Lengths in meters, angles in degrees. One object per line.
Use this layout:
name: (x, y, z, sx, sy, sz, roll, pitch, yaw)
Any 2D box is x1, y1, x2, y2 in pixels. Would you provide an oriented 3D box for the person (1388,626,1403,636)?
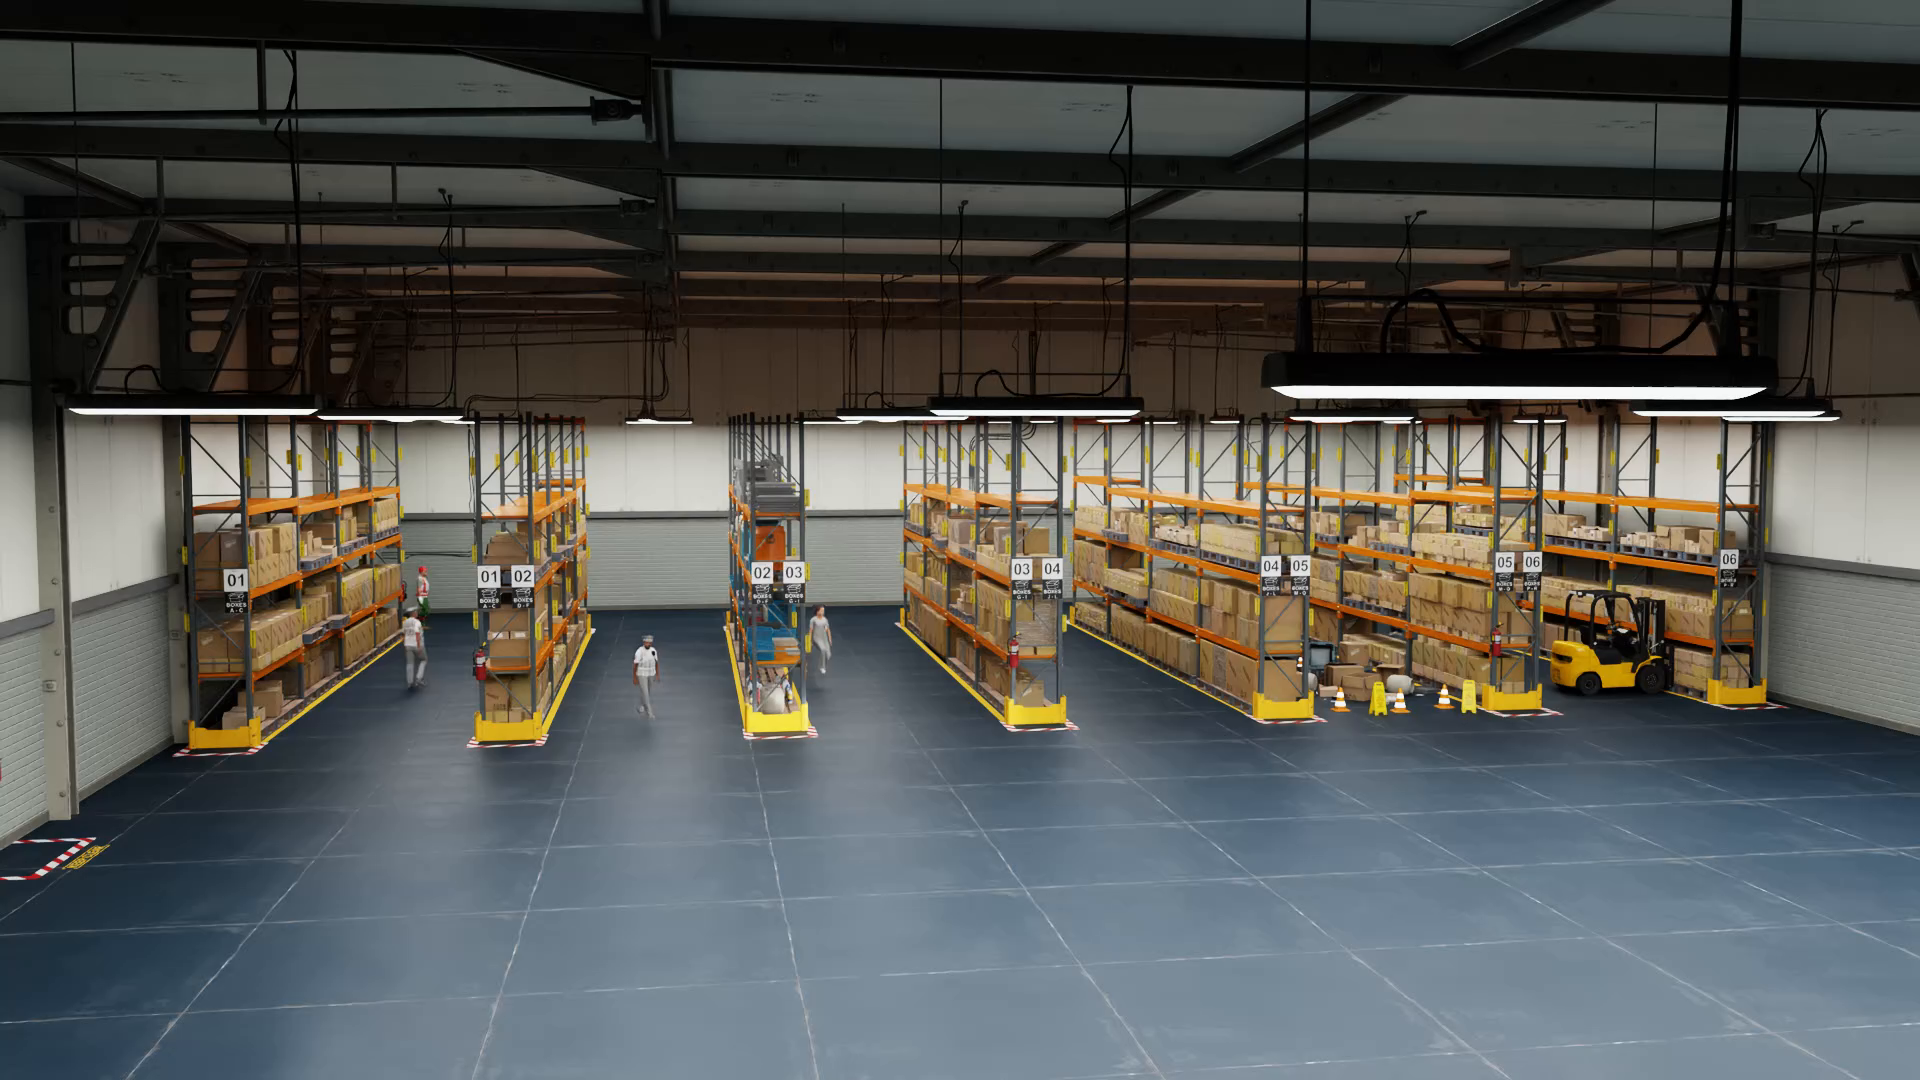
person: (11.981, 1.837, 45.588, 0.438, 1.621, 0.441, -3, 5, -39)

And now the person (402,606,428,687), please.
person: (-12.025, 2.353, 36.595, 0.561, 1.769, 0.539, 0, 4, 3)

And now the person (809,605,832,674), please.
person: (-3.069, 2.205, 37.202, 0.469, 1.472, 0.766, -2, 5, -32)

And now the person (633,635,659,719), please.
person: (-6.140, 2.670, 32.632, 0.989, 1.615, 0.487, 4, 5, 44)

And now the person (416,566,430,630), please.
person: (-15.164, 1.636, 46.732, 0.504, 1.788, 0.582, -1, 4, -9)
